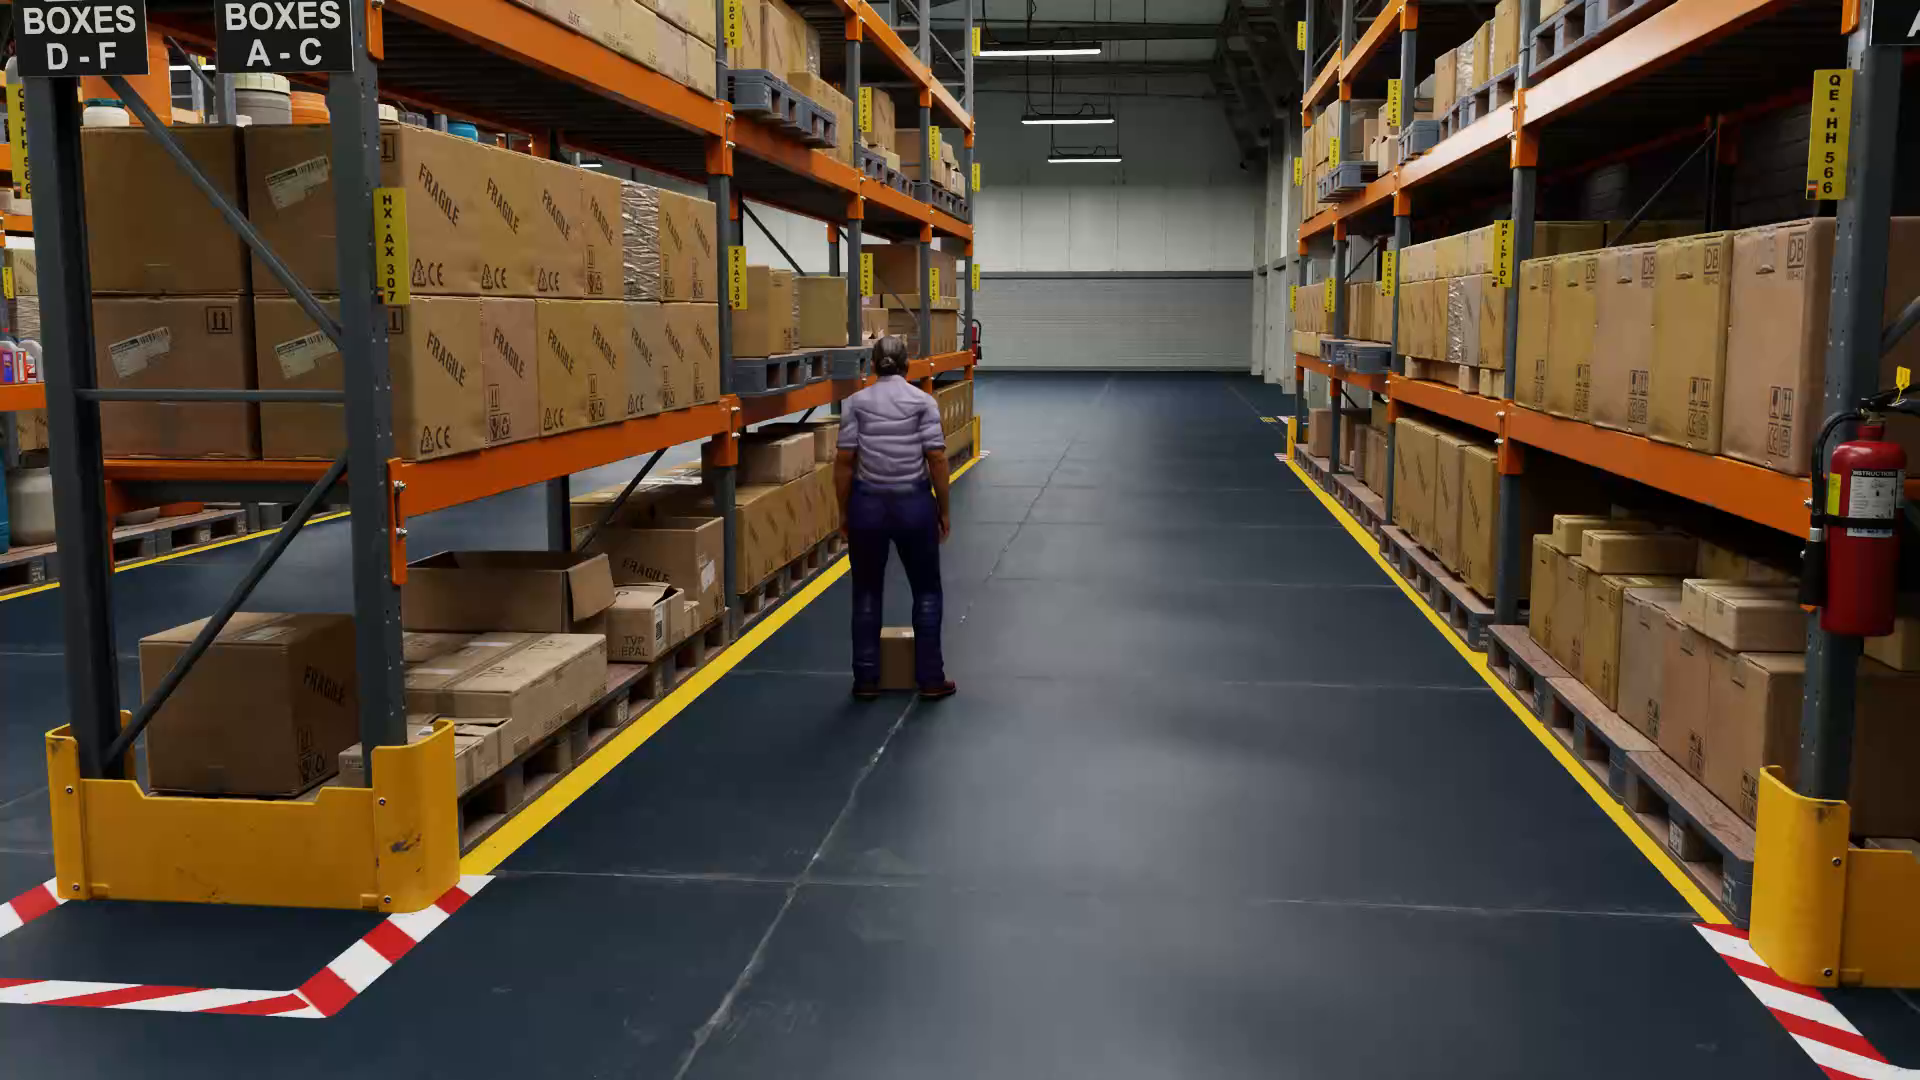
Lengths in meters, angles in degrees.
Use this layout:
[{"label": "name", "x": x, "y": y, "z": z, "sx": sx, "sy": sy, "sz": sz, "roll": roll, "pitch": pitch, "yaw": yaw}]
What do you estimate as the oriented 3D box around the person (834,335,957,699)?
[{"label": "person", "x": -0.297, "y": -0.100, "z": 7.568, "sx": 0.543, "sy": 1.652, "sz": 0.372, "roll": 1, "pitch": 8, "yaw": 6}]
